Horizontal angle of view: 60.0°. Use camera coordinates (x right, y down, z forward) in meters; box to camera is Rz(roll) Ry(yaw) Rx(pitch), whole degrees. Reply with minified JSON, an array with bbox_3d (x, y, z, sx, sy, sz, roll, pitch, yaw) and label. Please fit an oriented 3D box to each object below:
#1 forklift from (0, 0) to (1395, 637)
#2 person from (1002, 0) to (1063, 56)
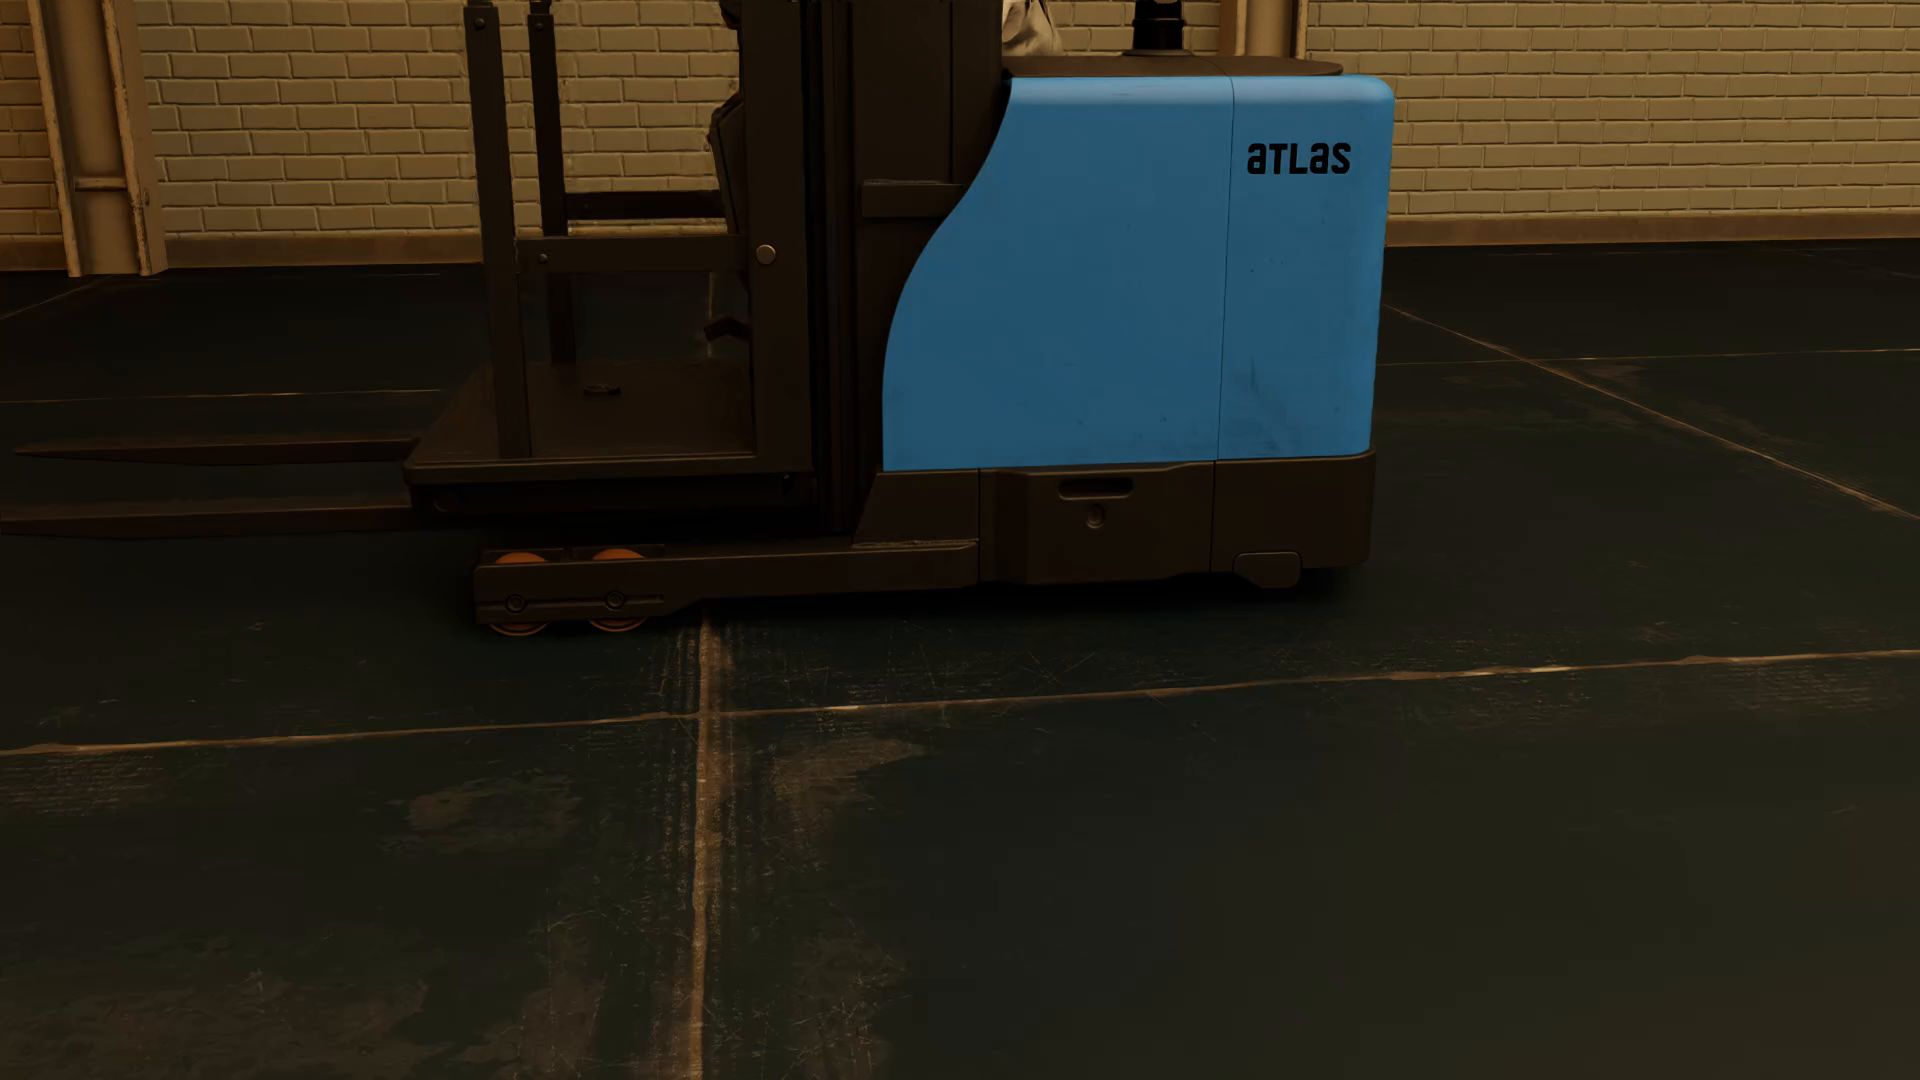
[{"bbox_3d":[-0.671,-1.372,3.439,3.031,2.935,1.130,-2,17,-7],"label":"forklift"},{"bbox_3d":[0.138,-1.155,5.156,0.398,1.555,0.729,4,17,13],"label":"person"}]
